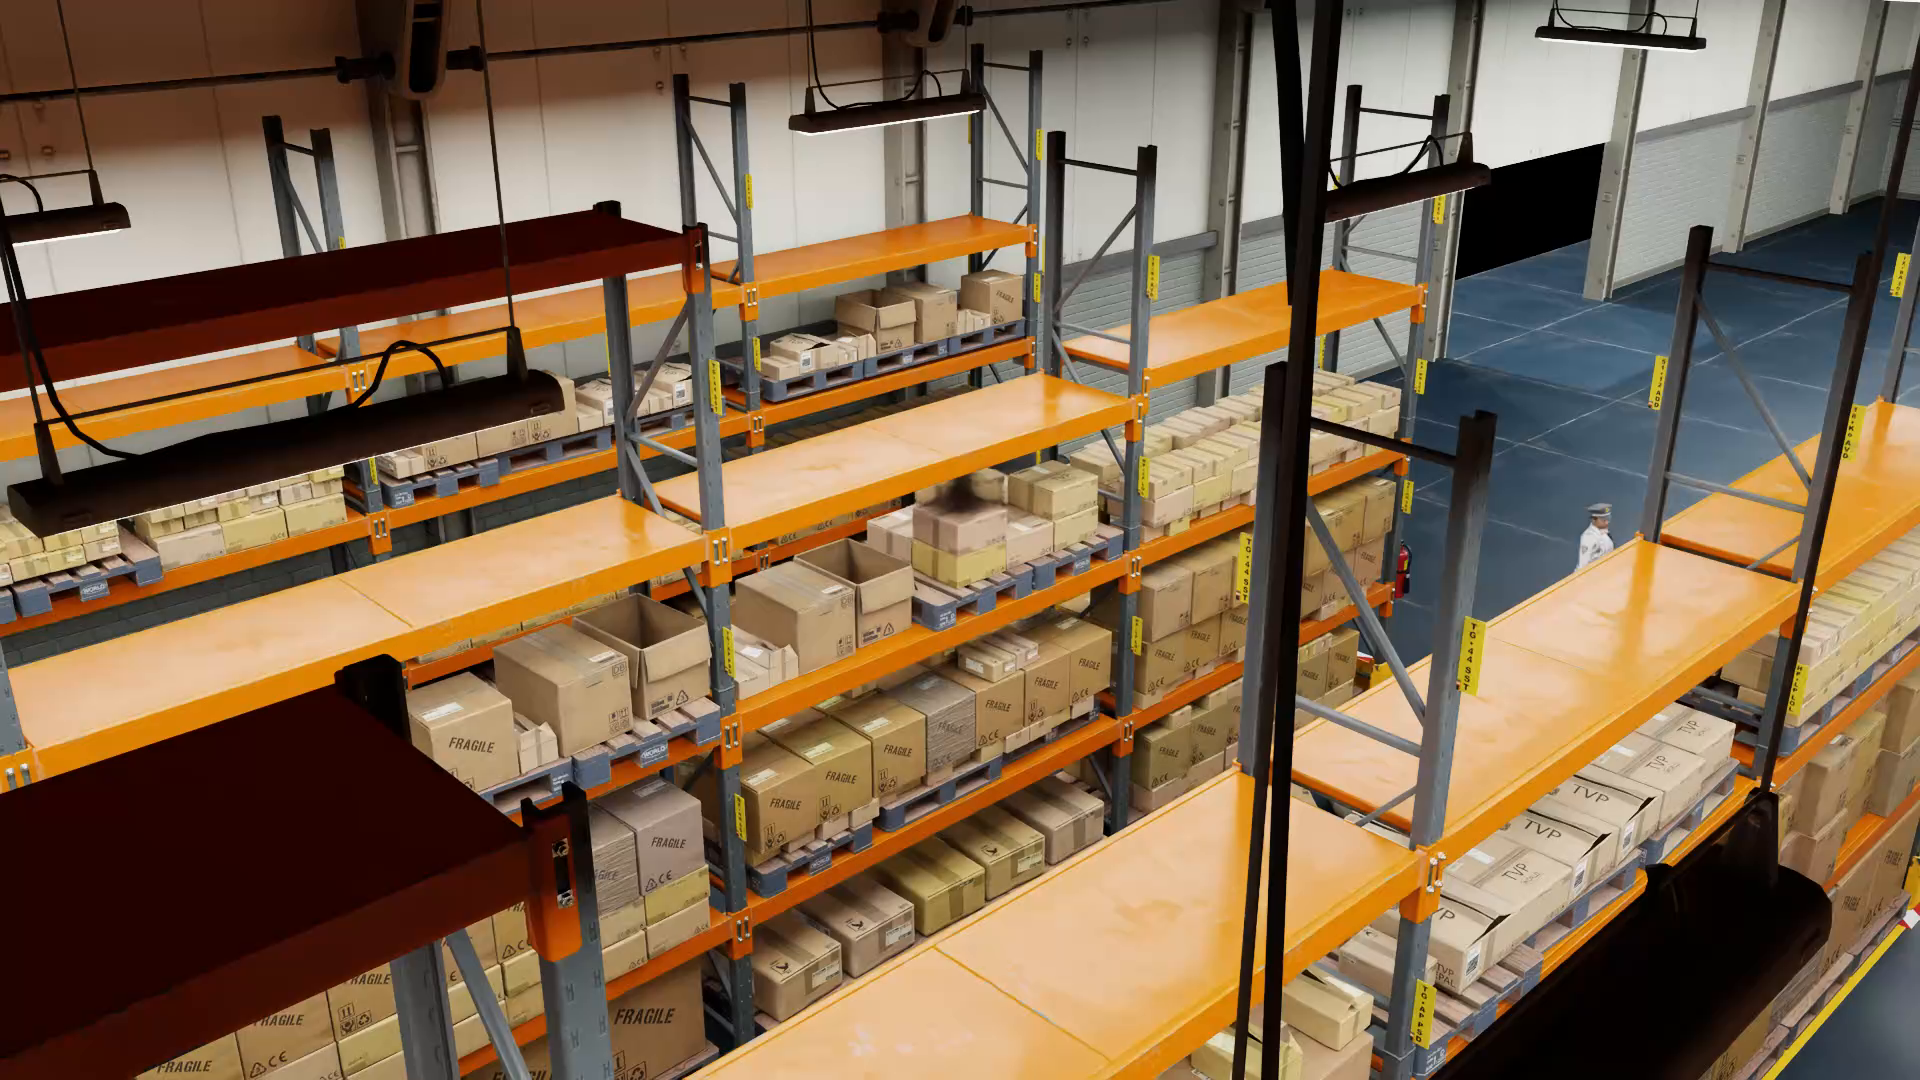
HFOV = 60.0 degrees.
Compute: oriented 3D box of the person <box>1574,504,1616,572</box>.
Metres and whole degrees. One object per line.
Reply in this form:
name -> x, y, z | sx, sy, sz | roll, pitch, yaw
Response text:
person -> 6.703, 0.408, 17.701 | 0.380, 1.723, 0.579 | 17, 28, 35
